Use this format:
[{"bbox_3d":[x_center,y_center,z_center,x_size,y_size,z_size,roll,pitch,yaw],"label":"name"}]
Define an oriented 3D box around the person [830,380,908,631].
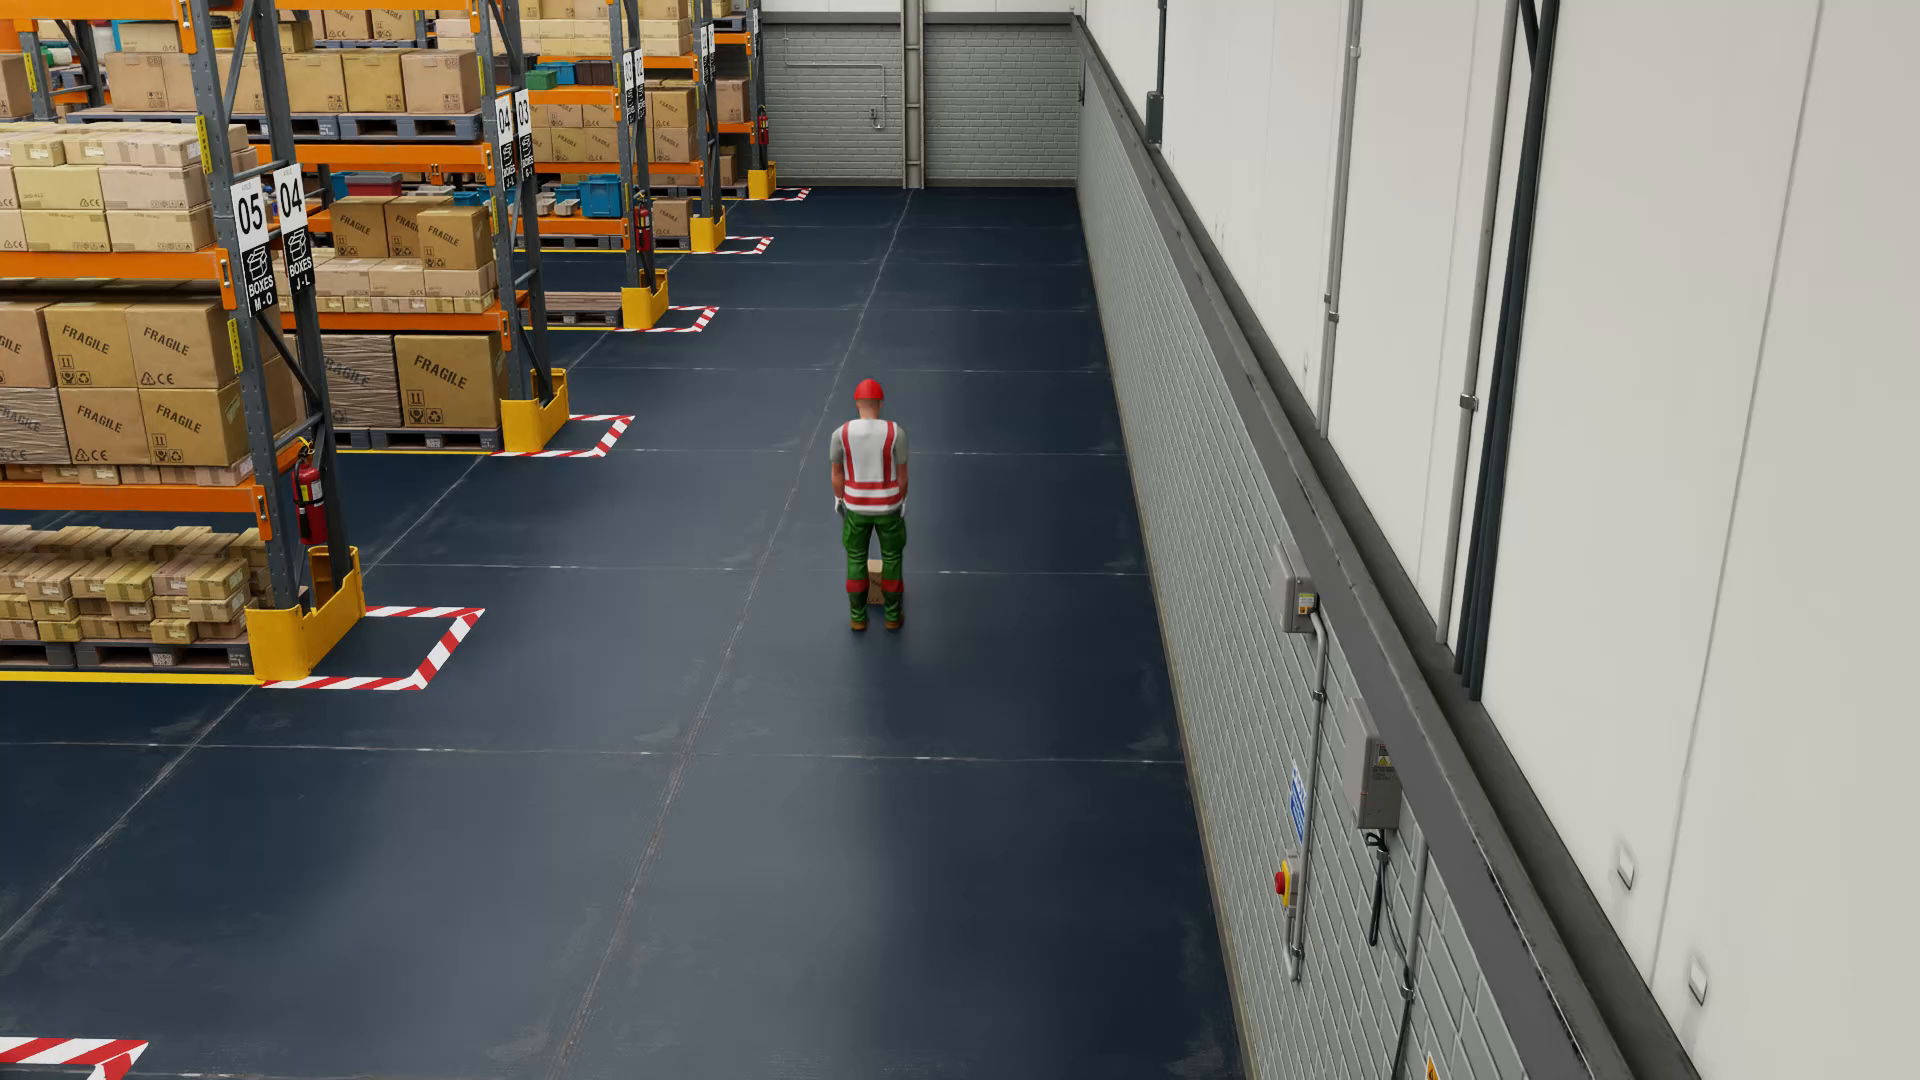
[{"bbox_3d":[-0.615,-0.240,11.495,0.533,1.768,0.388,1,21,3],"label":"person"}]
